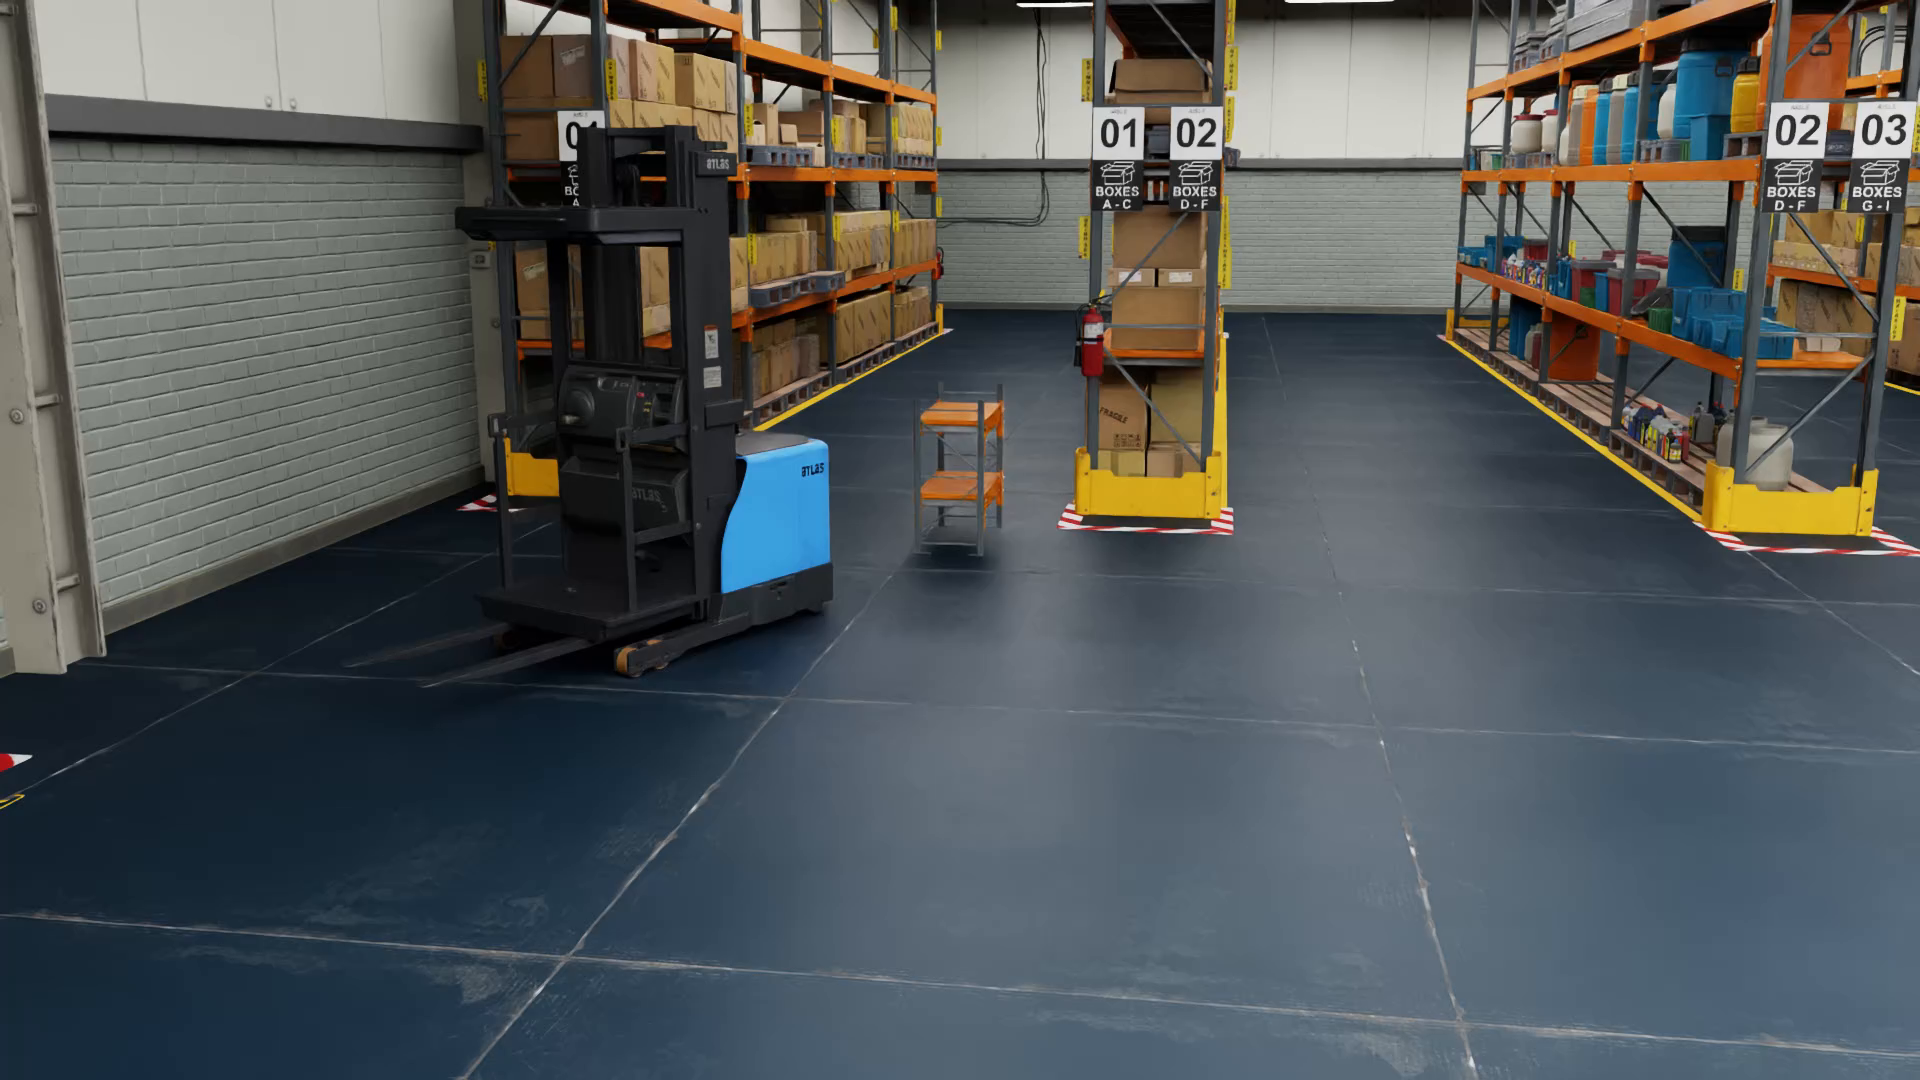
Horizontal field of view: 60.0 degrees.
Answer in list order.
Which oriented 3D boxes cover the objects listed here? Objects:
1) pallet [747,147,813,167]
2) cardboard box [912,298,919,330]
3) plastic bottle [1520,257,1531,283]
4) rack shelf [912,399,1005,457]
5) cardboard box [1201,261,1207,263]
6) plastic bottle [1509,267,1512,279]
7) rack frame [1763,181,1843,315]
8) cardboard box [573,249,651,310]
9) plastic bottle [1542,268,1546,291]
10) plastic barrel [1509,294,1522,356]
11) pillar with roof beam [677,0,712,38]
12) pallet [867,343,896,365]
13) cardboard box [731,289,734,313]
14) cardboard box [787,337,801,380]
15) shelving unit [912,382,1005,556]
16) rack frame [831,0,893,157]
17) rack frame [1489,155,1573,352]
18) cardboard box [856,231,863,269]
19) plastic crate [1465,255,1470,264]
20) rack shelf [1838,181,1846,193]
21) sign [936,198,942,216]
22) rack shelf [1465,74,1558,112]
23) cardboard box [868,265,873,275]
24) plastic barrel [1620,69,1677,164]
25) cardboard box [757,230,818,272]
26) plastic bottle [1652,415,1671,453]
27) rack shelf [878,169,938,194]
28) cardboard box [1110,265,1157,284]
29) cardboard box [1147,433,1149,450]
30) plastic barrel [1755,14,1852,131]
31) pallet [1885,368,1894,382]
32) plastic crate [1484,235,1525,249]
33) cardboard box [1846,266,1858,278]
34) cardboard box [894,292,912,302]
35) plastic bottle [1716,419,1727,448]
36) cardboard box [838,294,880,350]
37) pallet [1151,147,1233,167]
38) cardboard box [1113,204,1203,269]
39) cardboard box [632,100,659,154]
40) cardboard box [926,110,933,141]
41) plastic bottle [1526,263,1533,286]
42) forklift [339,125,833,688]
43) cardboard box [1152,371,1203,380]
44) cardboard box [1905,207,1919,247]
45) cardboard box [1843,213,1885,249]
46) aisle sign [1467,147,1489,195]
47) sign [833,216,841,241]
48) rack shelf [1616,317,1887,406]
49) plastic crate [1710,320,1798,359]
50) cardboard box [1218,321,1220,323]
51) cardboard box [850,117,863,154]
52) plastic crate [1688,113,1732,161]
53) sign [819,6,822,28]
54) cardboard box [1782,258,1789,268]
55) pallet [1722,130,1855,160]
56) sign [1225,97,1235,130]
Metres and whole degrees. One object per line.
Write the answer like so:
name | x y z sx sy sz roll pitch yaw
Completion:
pallet | -2.394 -4.402 19.125 1.213 0.211 1.003 2 12 9
cardboard box | -1.068 -3.810 27.989 0.700 0.500 0.500 1 12 7
plastic bottle | 7.585 -3.608 22.232 0.144 0.351 0.185 2 12 9
rack shelf | 0.001 -0.837 12.320 0.538 0.278 1.000 2 12 9
cardboard box | 1.960 -2.350 14.499 0.380 0.149 0.250 1 12 7
plastic bottle | 7.705 -3.730 23.153 0.097 0.201 0.097 0 12 0
rack frame | 13.778 -4.703 27.196 1.000 3.000 0.127 2 12 9
cardboard box | -2.996 -2.247 14.326 0.500 0.500 0.500 2 12 9
plastic bottle | 7.294 -3.239 20.680 0.061 0.283 0.133 2 12 9
plastic barrel | 8.168 -3.098 23.731 0.600 0.901 0.708 2 12 9
pillar with roof beam | 1.064 -6.070 19.298 9.100 9.000 0.400 2 12 9
pallet | -1.565 -2.826 25.104 1.003 0.211 1.213 2 12 9
cardboard box | -2.609 -2.411 16.870 0.500 0.250 0.500 2 12 9
cardboard box | -2.389 -2.257 20.736 0.700 0.500 0.500 2 12 9
shelving unit | 0.001 -0.551 12.381 0.538 1.125 1.048 2 12 9
rack frame | -1.520 -7.284 24.934 1.000 3.000 0.127 2 12 9
rack frame | 8.269 -4.031 24.077 1.000 3.000 0.127 2 12 9
cardboard box | -1.641 -4.028 23.073 0.500 0.500 0.500 2 12 8
plastic crate | 8.285 -4.518 26.821 0.250 0.136 0.298 2 12 9
rack shelf | 13.470 -5.401 25.024 1.077 0.370 4.000 2 12 9
sign | -0.371 -5.846 29.188 0.100 0.325 0.005 2 12 9
rack shelf | 8.576 -6.833 25.495 1.077 0.370 4.000 2 12 9
cardboard box | -1.478 -3.948 24.241 0.380 0.149 0.250 2 12 9
plastic barrel | 6.902 -4.190 16.505 0.600 0.901 0.708 2 12 9
cardboard box | -2.198 -3.685 21.190 0.700 0.500 0.500 0 12 2
plastic bottle | 6.381 -0.965 15.092 0.144 0.351 0.185 2 12 11
rack shelf | -1.213 -5.883 27.258 1.077 0.370 4.000 2 12 9
cardboard box | 1.439 -2.200 13.806 0.380 0.149 0.250 2 12 10
cardboard box | 1.385 -0.781 14.527 0.500 0.250 0.500 2 12 9
plastic barrel | 6.372 -3.520 12.569 0.600 0.830 0.708 2 12 9
pallet | 13.119 -2.344 22.869 1.003 0.211 1.213 2 12 9
plastic crate | 9.017 -4.834 27.579 0.616 0.435 0.499 2 12 9
cardboard box | 12.886 -3.822 23.703 0.380 0.149 0.250 2 12 9
cardboard box | -0.991 -3.979 27.232 0.380 0.149 0.250 2 12 7
plastic bottle | 7.011 -0.972 15.286 0.061 0.283 0.133 2 12 9
cardboard box | -1.626 -3.182 24.242 0.750 0.750 0.750 2 12 10
pallet | 2.575 -4.356 18.916 1.003 0.211 1.213 2 12 11
cardboard box | 1.622 -2.485 13.587 0.700 0.500 0.500 2 12 9
cardboard box | -2.950 -3.551 14.446 0.500 0.500 0.500 3 12 12
cardboard box | -0.748 -7.037 28.248 0.500 0.500 0.500 2 12 8
plastic bottle | 7.470 -3.477 21.784 0.061 0.283 0.133 2 12 9
forklift | -2.039 -0.800 9.248 1.130 2.935 3.031 8 15 33
cardboard box | 1.971 -1.235 14.853 0.500 0.500 0.500 2 12 9
cardboard box | 12.956 -4.134 21.937 0.797 0.503 0.637 2 12 9
cardboard box | 12.969 -4.413 23.722 0.500 0.500 0.500 2 12 10
aisle sign | 8.601 -6.159 27.781 0.394 0.787 0.004 2 12 9
sign | -1.598 -4.031 21.517 0.100 0.325 0.005 2 12 9
rack shelf | 6.731 -1.597 14.494 1.077 0.370 4.000 2 12 9
plastic crate | 6.204 -1.574 13.030 0.499 0.251 0.616 2 12 9
cardboard box | 3.420 -2.866 23.562 0.500 0.500 0.500 2 12 9
cardboard box | -1.786 -5.784 23.813 0.700 0.500 0.500 2 12 8
plastic crate | 6.419 -3.398 14.059 0.392 0.384 0.575 2 12 9
sign | -2.065 -7.842 24.927 0.100 0.325 0.005 2 12 9
cardboard box | 13.320 -4.410 26.434 0.380 0.149 0.250 2 12 7
pallet | 6.647 -3.076 12.974 1.003 0.211 1.213 2 12 9
sign | 2.693 -4.267 16.637 0.100 0.325 0.005 2 12 9
